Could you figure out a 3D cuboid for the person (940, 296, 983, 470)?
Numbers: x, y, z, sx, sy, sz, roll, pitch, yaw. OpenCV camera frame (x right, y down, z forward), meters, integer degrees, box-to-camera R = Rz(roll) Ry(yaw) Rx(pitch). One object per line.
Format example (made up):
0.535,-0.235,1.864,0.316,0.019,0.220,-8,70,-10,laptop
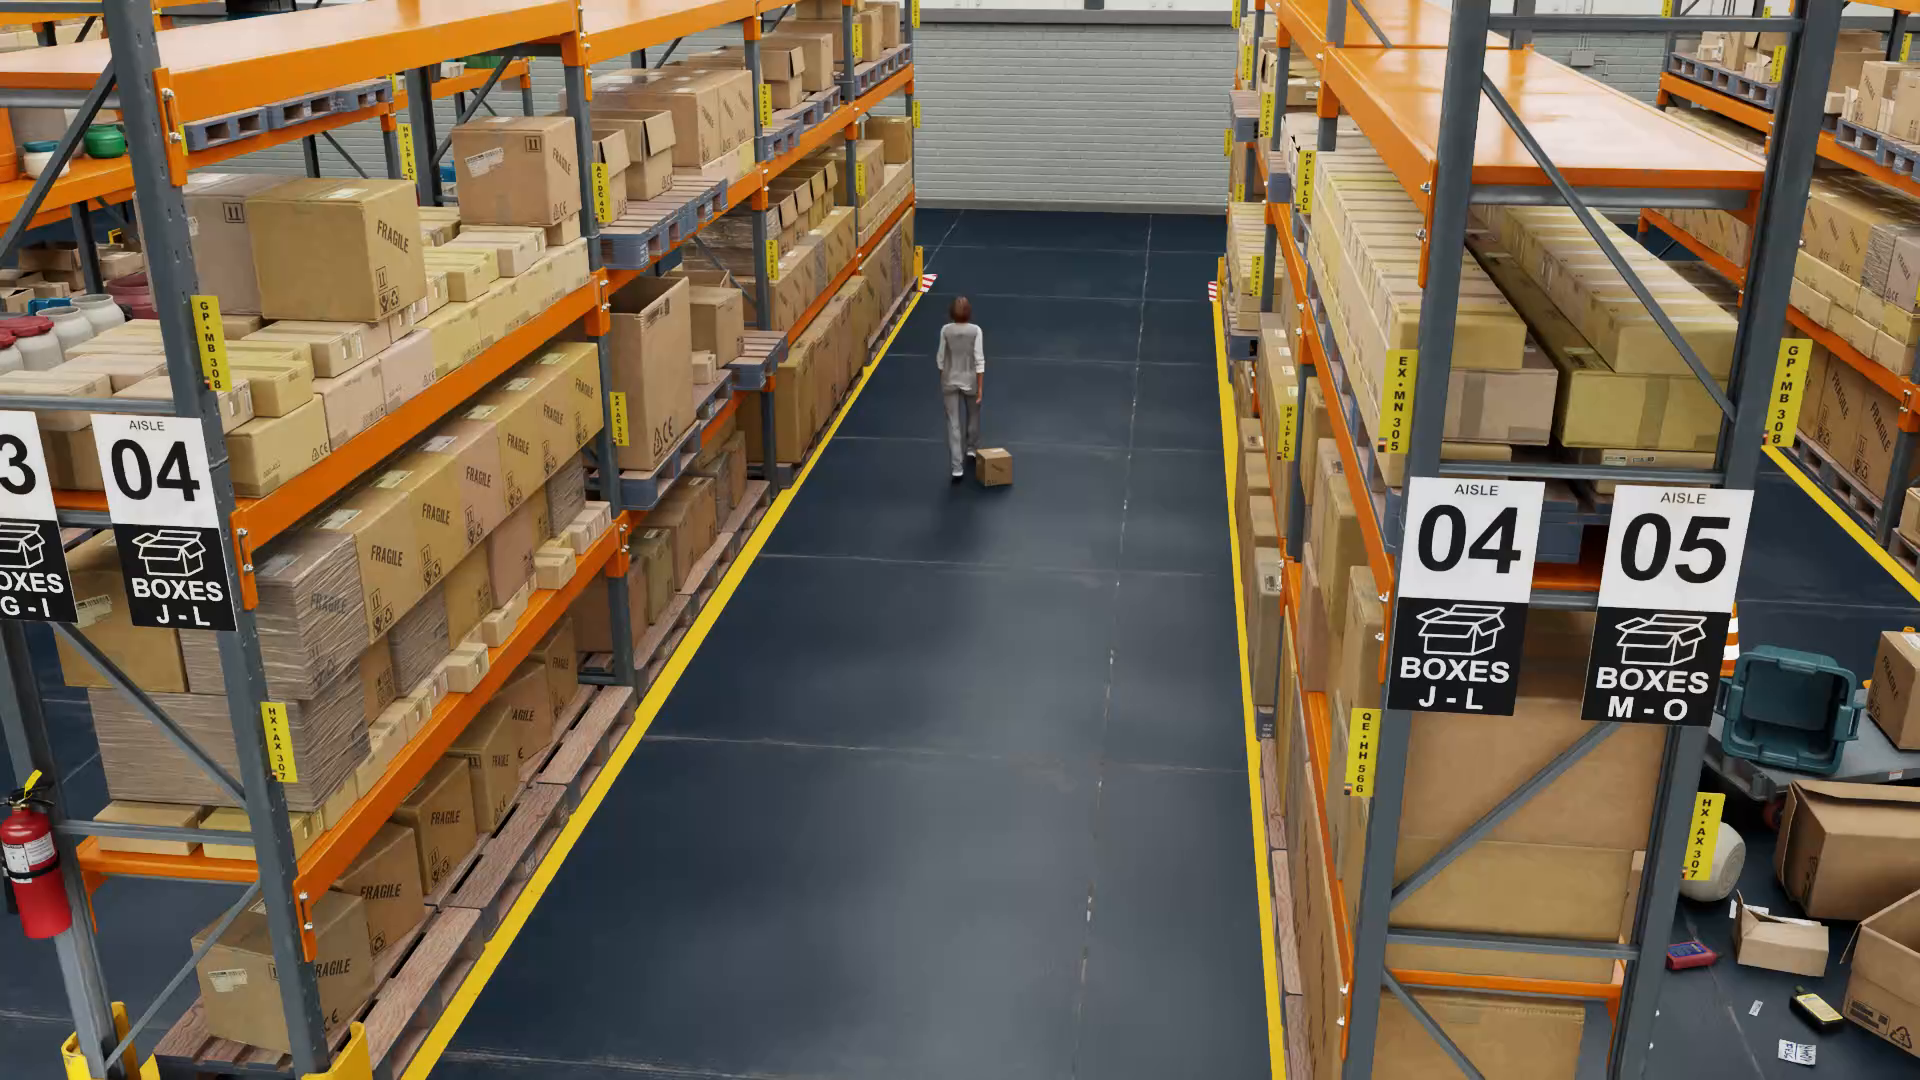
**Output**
0.007,-1.406,14.530,0.401,1.478,0.754,0,21,1,person
